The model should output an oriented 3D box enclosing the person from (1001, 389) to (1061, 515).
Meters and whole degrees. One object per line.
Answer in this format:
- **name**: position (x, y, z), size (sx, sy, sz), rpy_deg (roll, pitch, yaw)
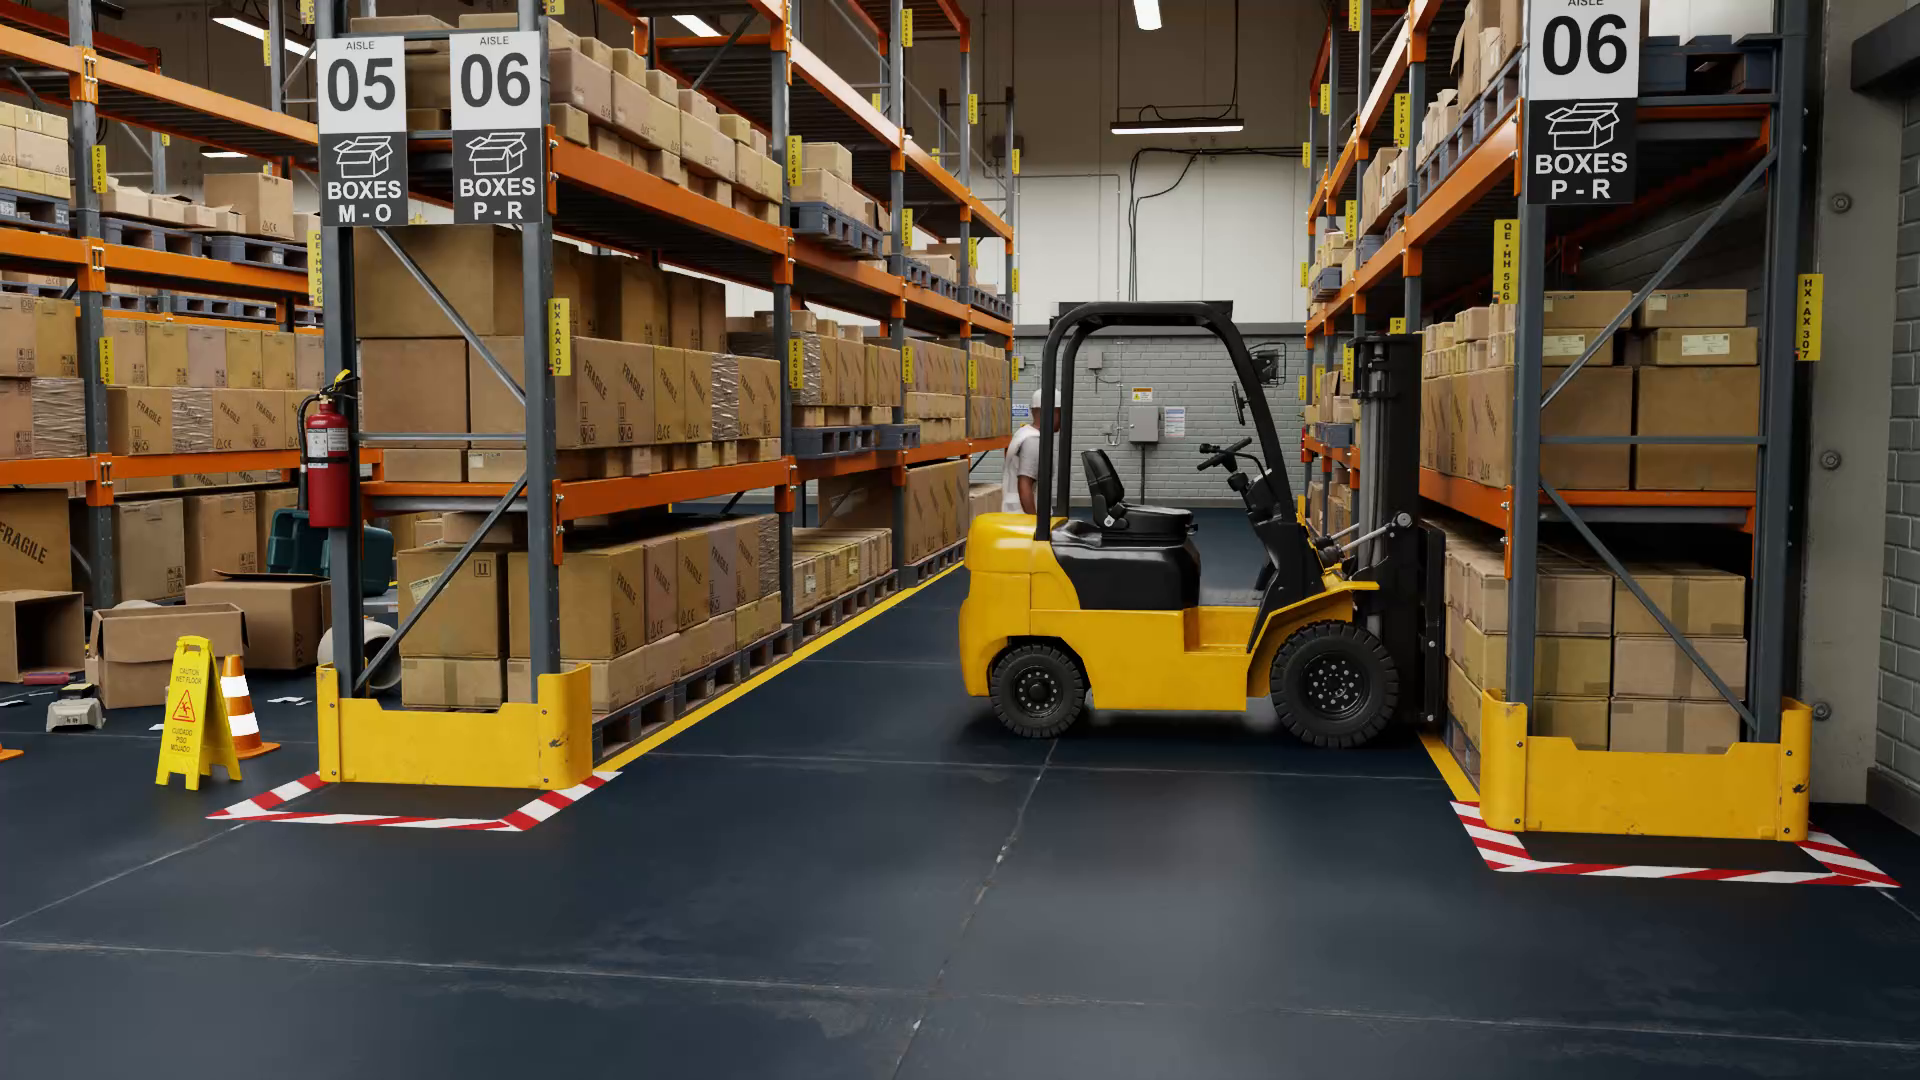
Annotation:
- **person**: position (0.496, -0.094, 10.735), size (0.449, 1.774, 0.616), rpy_deg (1, 4, 9)
